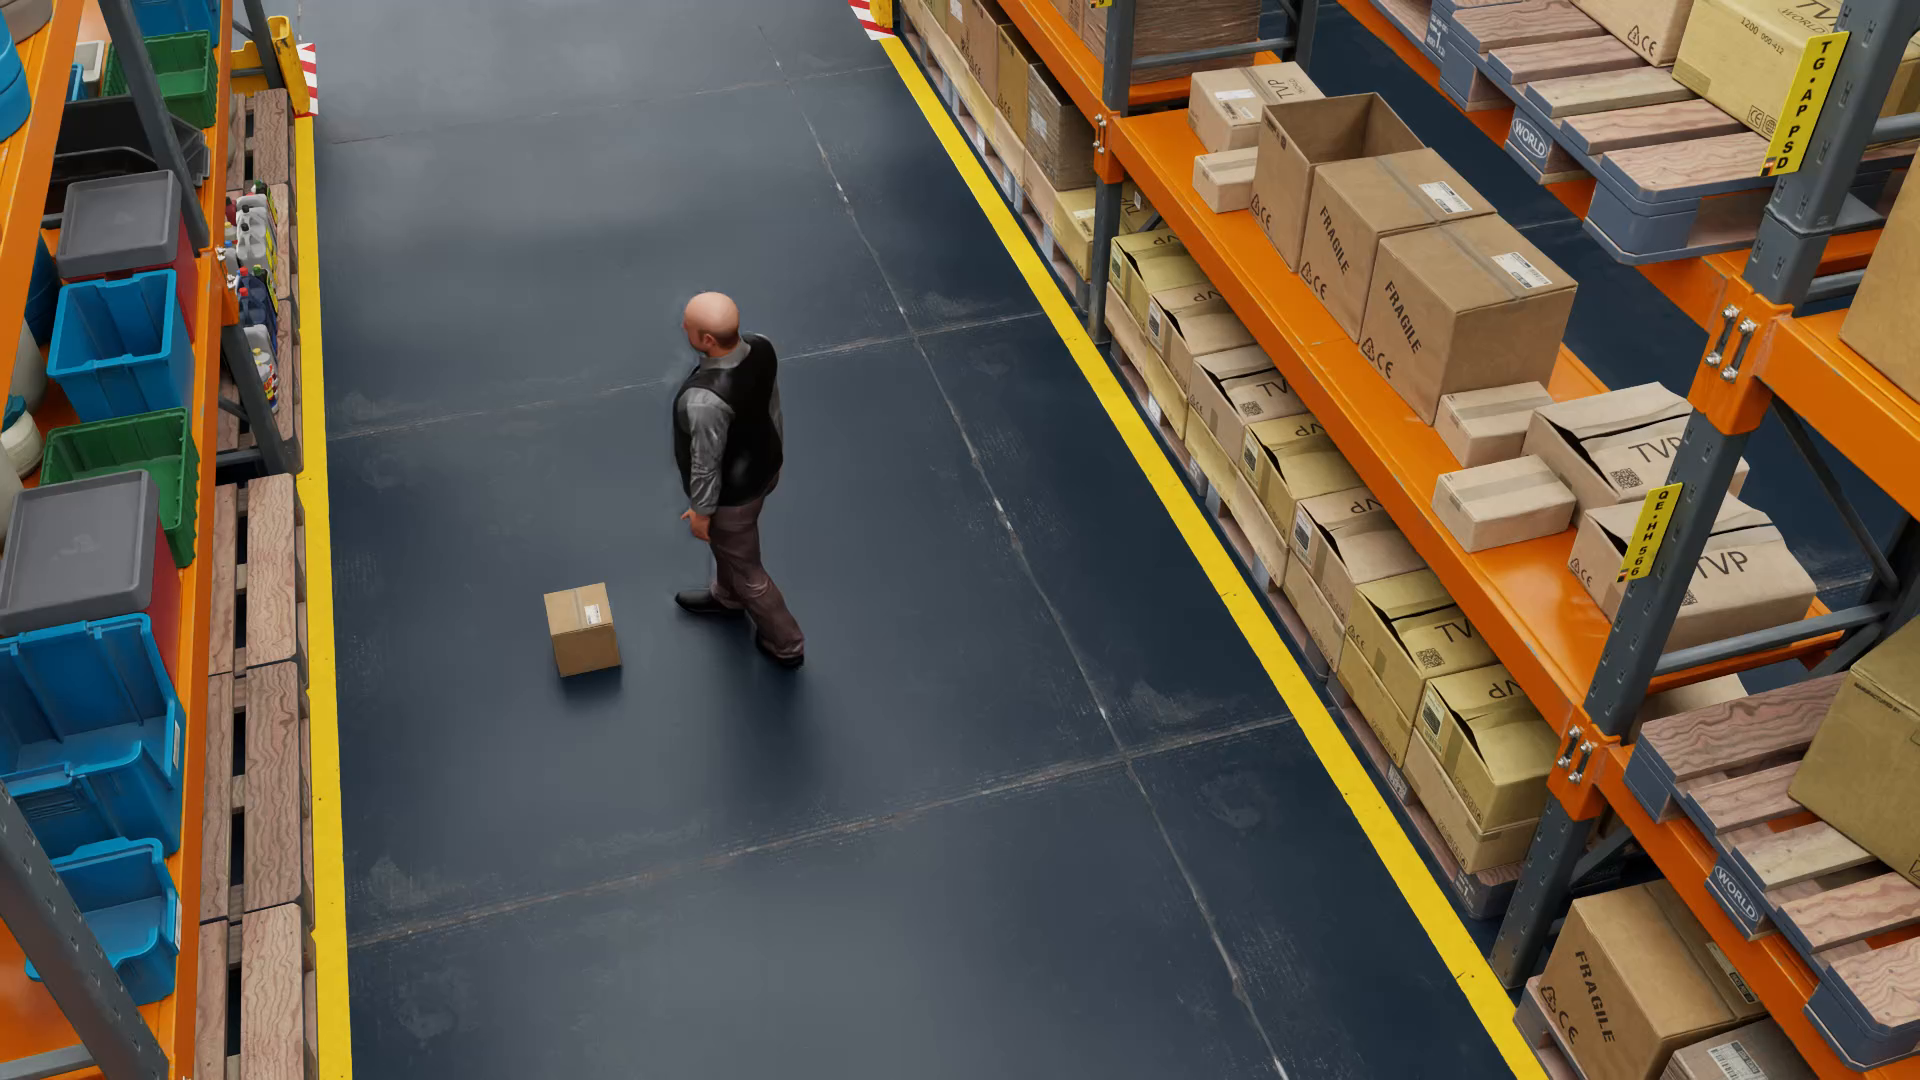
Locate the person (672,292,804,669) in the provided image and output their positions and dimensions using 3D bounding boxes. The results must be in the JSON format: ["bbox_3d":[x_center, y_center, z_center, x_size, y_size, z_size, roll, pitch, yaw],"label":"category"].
[{"bbox_3d":[-0.917,-0.237,6.444,0.672,1.726,0.546,14,44,16],"label":"person"}]
